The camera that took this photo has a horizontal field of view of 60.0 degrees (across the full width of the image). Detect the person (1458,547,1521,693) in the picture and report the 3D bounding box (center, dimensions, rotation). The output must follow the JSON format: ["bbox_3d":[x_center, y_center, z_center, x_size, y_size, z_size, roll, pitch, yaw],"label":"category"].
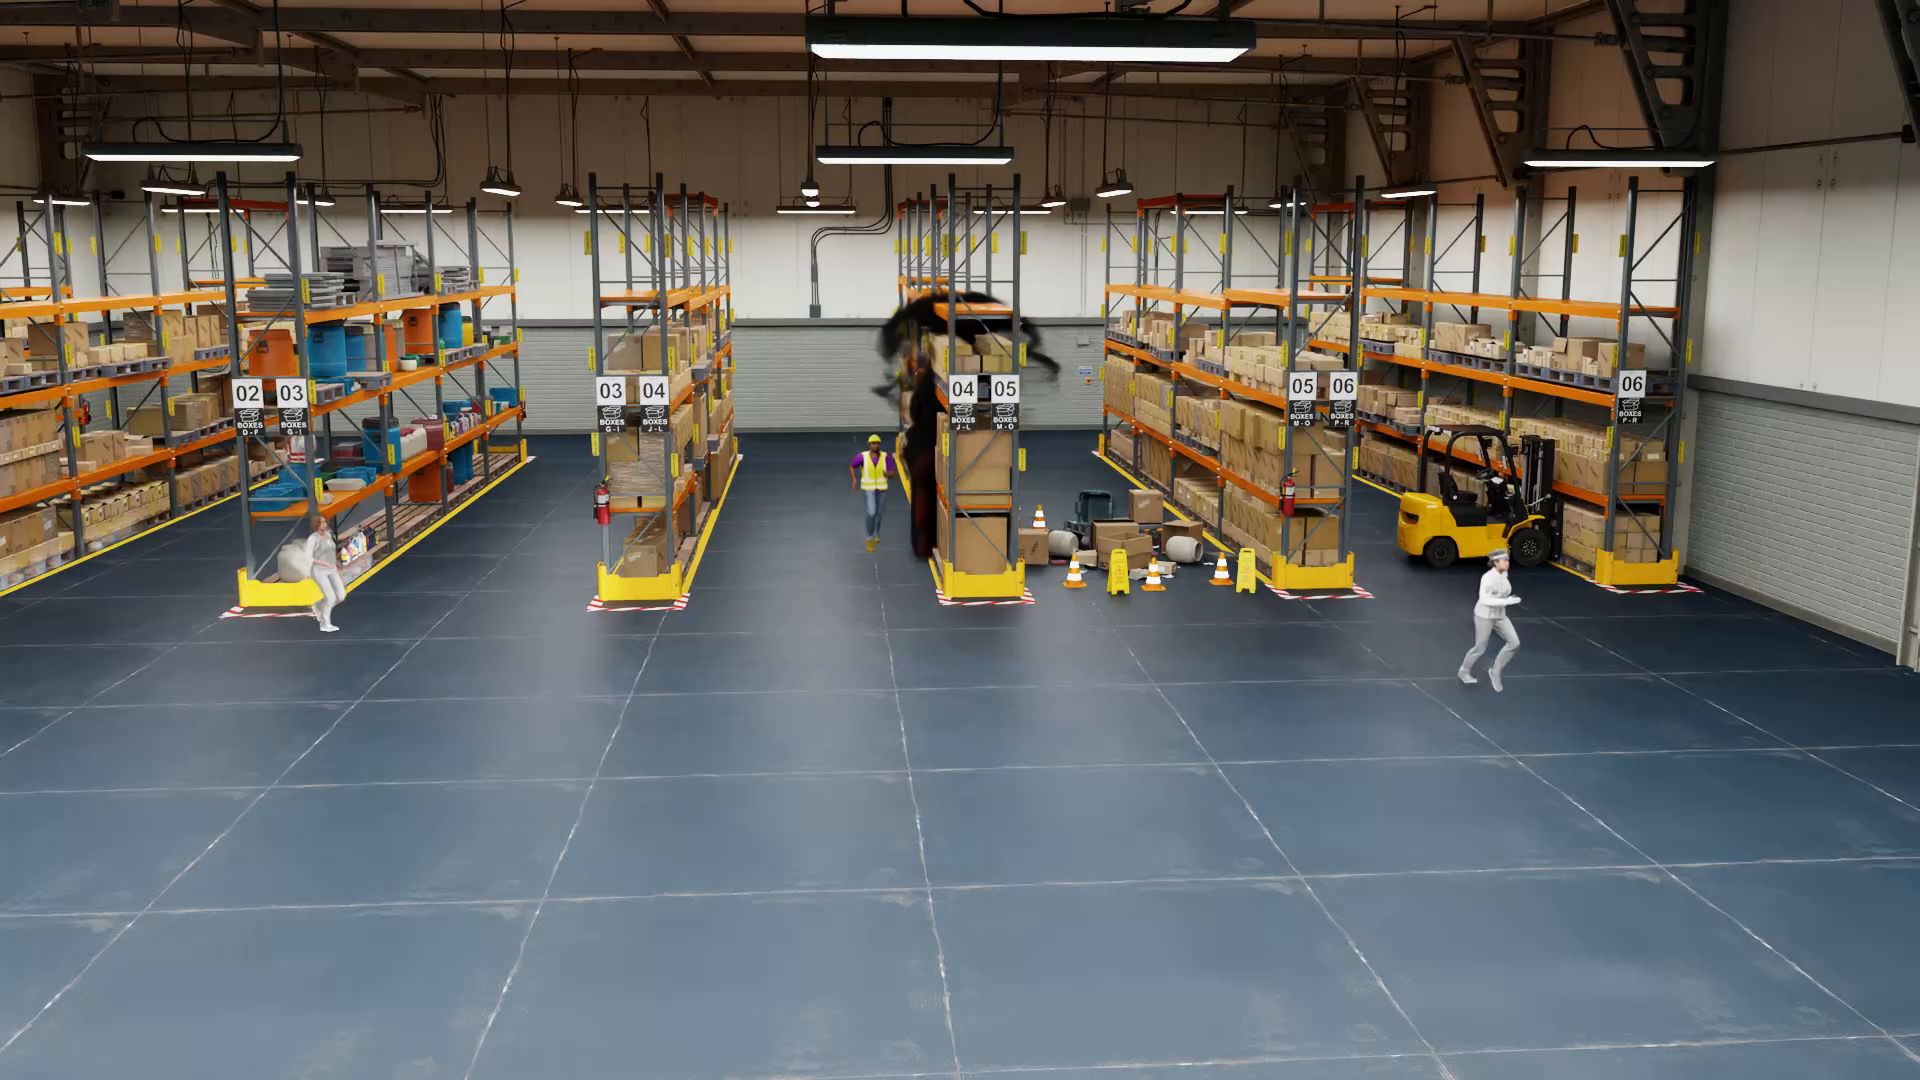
[{"bbox_3d":[6.018,0.885,18.837,0.641,1.680,0.790,-8,13,-39],"label":"person"}]

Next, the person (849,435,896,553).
[{"bbox_3d":[-1.348,-0.733,26.250,0.672,1.863,0.715,-3,11,-17],"label":"person"}]

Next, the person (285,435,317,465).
[{"bbox_3d":[-12.545,-1.428,31.644,0.631,1.844,0.725,-2,10,-8],"label":"person"}]

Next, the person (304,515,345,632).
[{"bbox_3d":[-8.325,0.441,21.769,0.559,1.538,0.528,3,11,18],"label":"person"}]
